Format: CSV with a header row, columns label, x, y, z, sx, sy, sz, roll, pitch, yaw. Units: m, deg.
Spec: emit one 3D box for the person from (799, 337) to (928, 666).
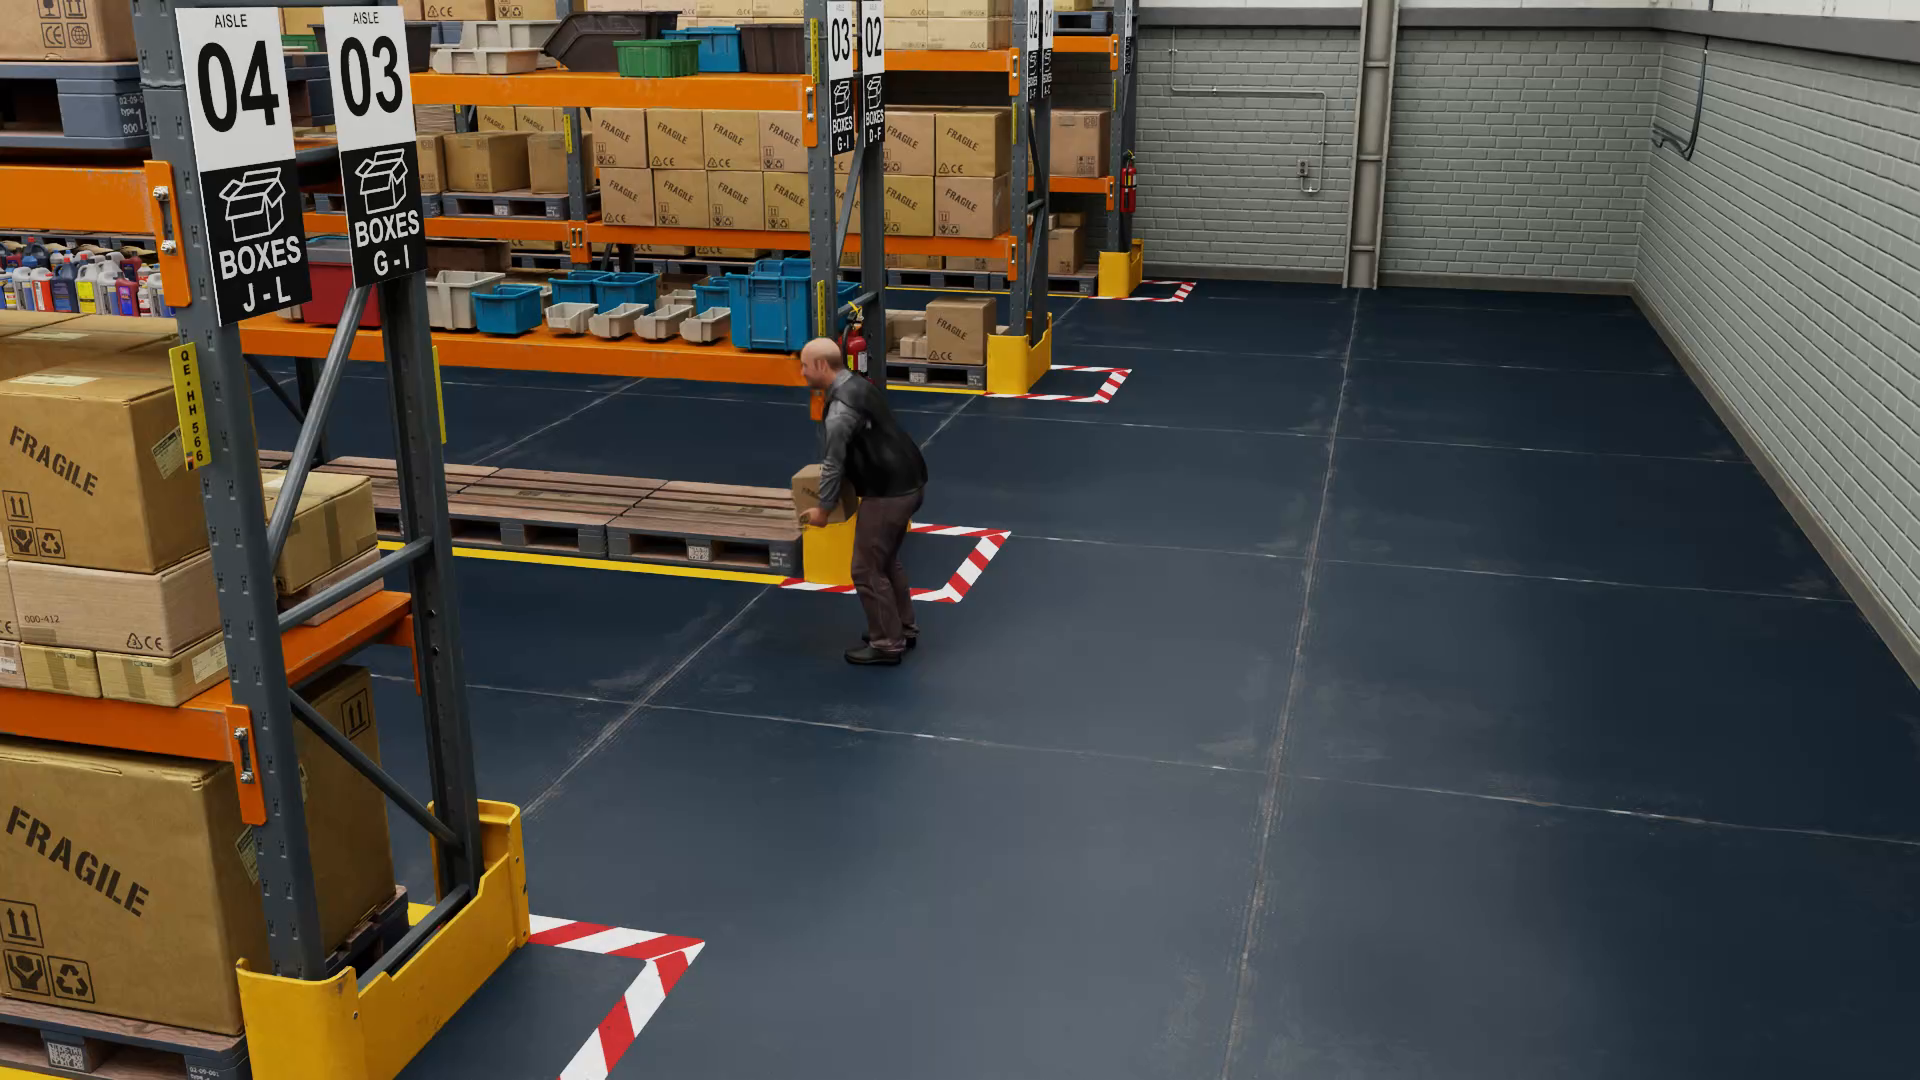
label,x,y,z,sx,sy,sz,roll,pitch,yaw
person,-0.480,-0.197,8.340,0.614,1.640,0.472,4,19,13
